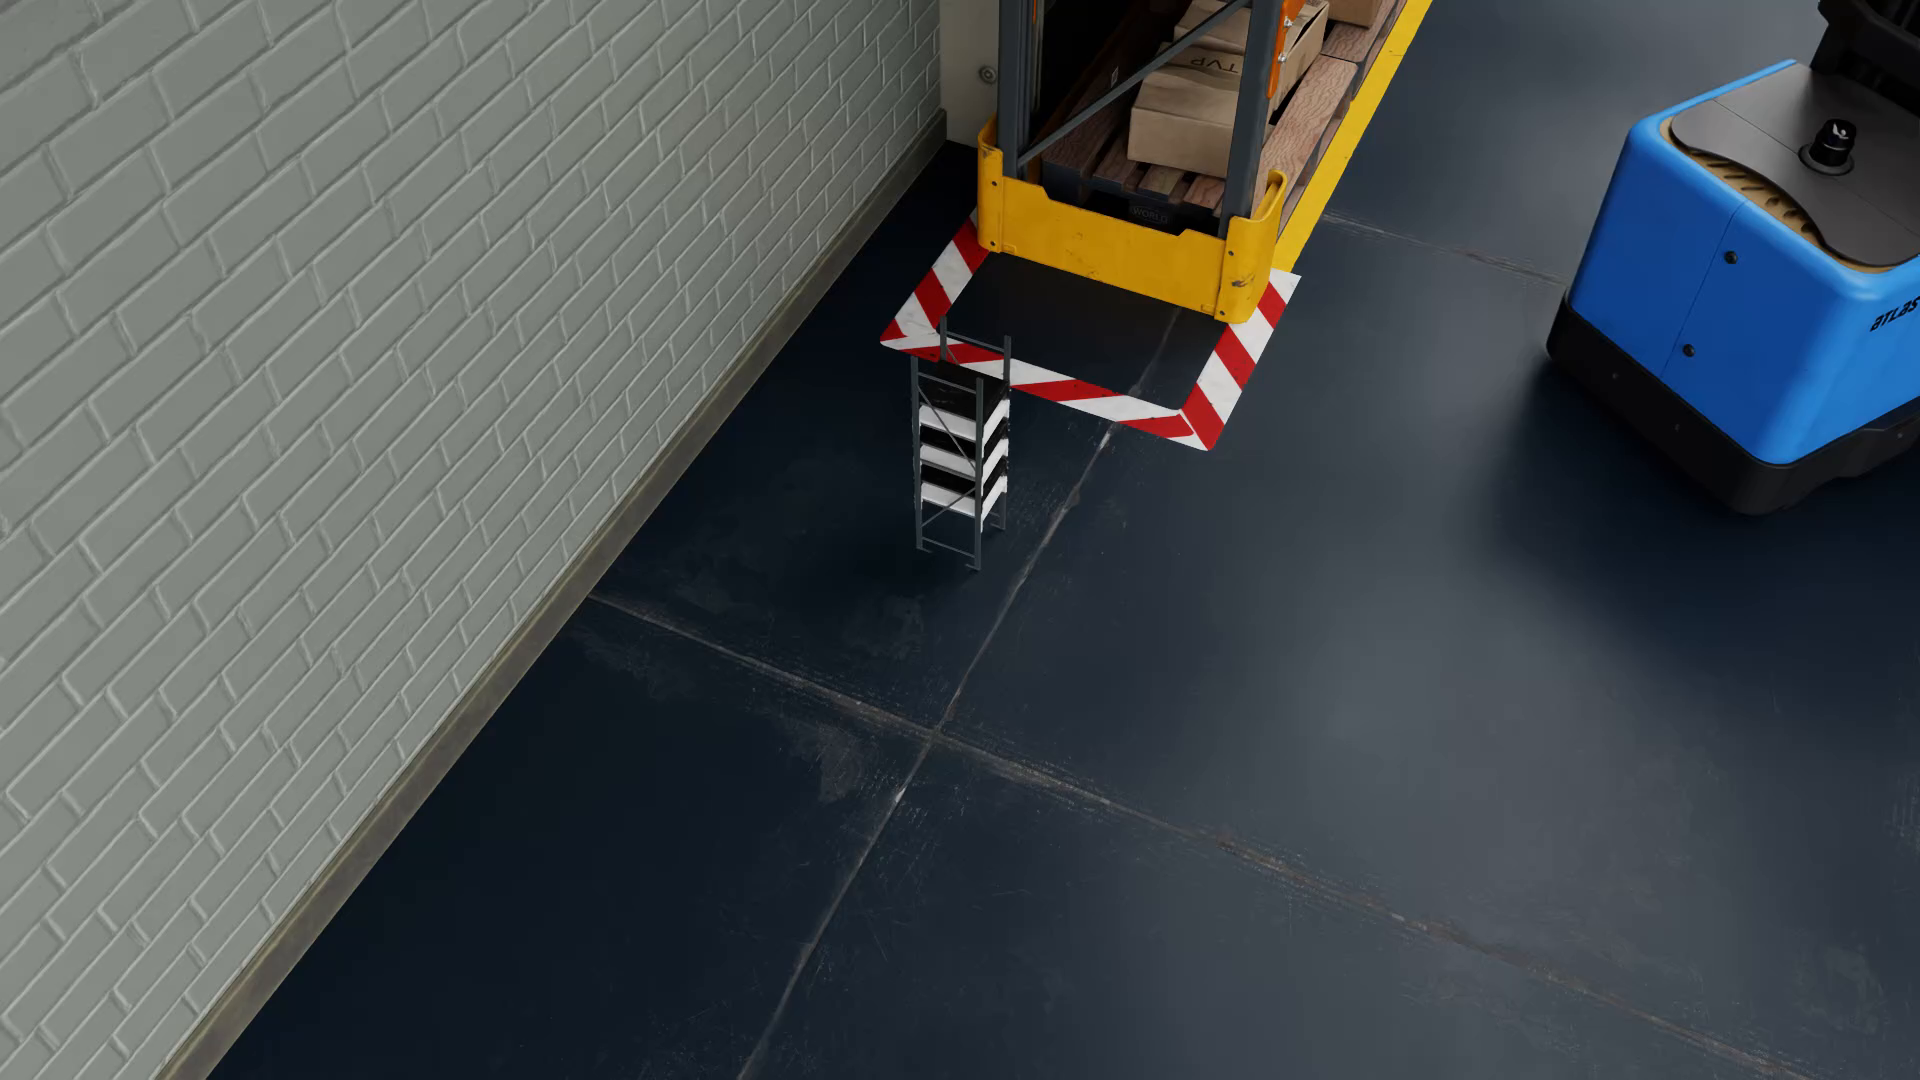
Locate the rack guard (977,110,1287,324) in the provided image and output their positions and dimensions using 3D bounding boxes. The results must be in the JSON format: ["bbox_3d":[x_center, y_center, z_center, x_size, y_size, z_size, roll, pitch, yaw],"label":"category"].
[{"bbox_3d":[0.649,-1.293,6.522,1.175,0.500,0.348,20,52,16],"label":"rack guard"}]

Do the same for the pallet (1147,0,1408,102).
[{"bbox_3d":[1.551,-2.585,7.811,1.003,0.211,1.213,20,52,16],"label":"pallet"}]

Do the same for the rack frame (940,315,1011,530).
[{"bbox_3d":[0.047,-0.367,5.472,0.240,0.900,0.006,20,52,16],"label":"rack frame"}]

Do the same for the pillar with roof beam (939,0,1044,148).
[{"bbox_3d":[4.026,-3.358,2.699,9.100,9.000,0.400,20,52,16],"label":"pillar with roof beam"}]

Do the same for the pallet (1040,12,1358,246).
[{"bbox_3d":[1.028,-1.748,7.099,1.003,0.211,1.213,20,52,16],"label":"pallet"}]

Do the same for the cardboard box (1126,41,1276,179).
[{"bbox_3d":[0.994,-1.770,6.763,0.500,0.311,0.500,14,51,12],"label":"cardboard box"}]

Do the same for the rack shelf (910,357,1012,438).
[{"bbox_3d":[0.003,-0.451,5.232,0.258,0.077,0.200,20,52,16],"label":"rack shelf"}]

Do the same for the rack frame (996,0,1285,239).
[{"bbox_3d":[0.617,-2.051,5.526,1.000,3.000,0.127,20,52,16],"label":"rack frame"}]

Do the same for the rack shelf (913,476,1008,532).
[{"bbox_3d":[0.003,-0.159,5.575,0.258,0.077,0.200,20,52,16],"label":"rack shelf"}]

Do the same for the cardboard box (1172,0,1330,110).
[{"bbox_3d":[1.237,-2.162,7.097,0.500,0.311,0.500,24,54,19],"label":"cardboard box"}]

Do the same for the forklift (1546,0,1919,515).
[{"bbox_3d":[3.743,-1.886,5.430,3.031,2.935,1.130,-24,54,-19],"label":"forklift"}]

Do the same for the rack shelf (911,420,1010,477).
[{"bbox_3d":[0.003,-0.334,5.369,0.258,0.077,0.200,20,52,16],"label":"rack shelf"}]

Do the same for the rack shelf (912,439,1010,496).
[{"bbox_3d":[0.003,-0.276,5.437,0.258,0.077,0.200,20,52,16],"label":"rack shelf"}]

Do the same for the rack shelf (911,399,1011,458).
[{"bbox_3d":[0.003,-0.392,5.300,0.258,0.077,0.200,20,52,16],"label":"rack shelf"}]

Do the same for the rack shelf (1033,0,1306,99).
[{"bbox_3d":[1.471,-3.195,6.972,1.077,0.370,4.000,20,52,16],"label":"rack shelf"}]

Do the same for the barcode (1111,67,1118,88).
[{"bbox_3d":[0.640,-1.915,6.881,0.001,0.075,0.075,20,52,16],"label":"barcode"}]

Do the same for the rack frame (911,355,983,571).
[{"bbox_3d":[-0.040,-0.227,5.352,0.240,0.900,0.006,20,52,16],"label":"rack frame"}]

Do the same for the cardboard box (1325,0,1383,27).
[{"bbox_3d":[1.596,-2.712,7.441,0.700,0.500,0.500,17,52,14],"label":"cardboard box"}]

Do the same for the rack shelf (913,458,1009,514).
[{"bbox_3d":[0.003,-0.217,5.506,0.258,0.077,0.200,20,52,16],"label":"rack shelf"}]

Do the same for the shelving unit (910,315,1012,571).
[{"bbox_3d":[0.003,-0.297,5.412,0.258,0.900,0.210,20,52,16],"label":"shelving unit"}]
